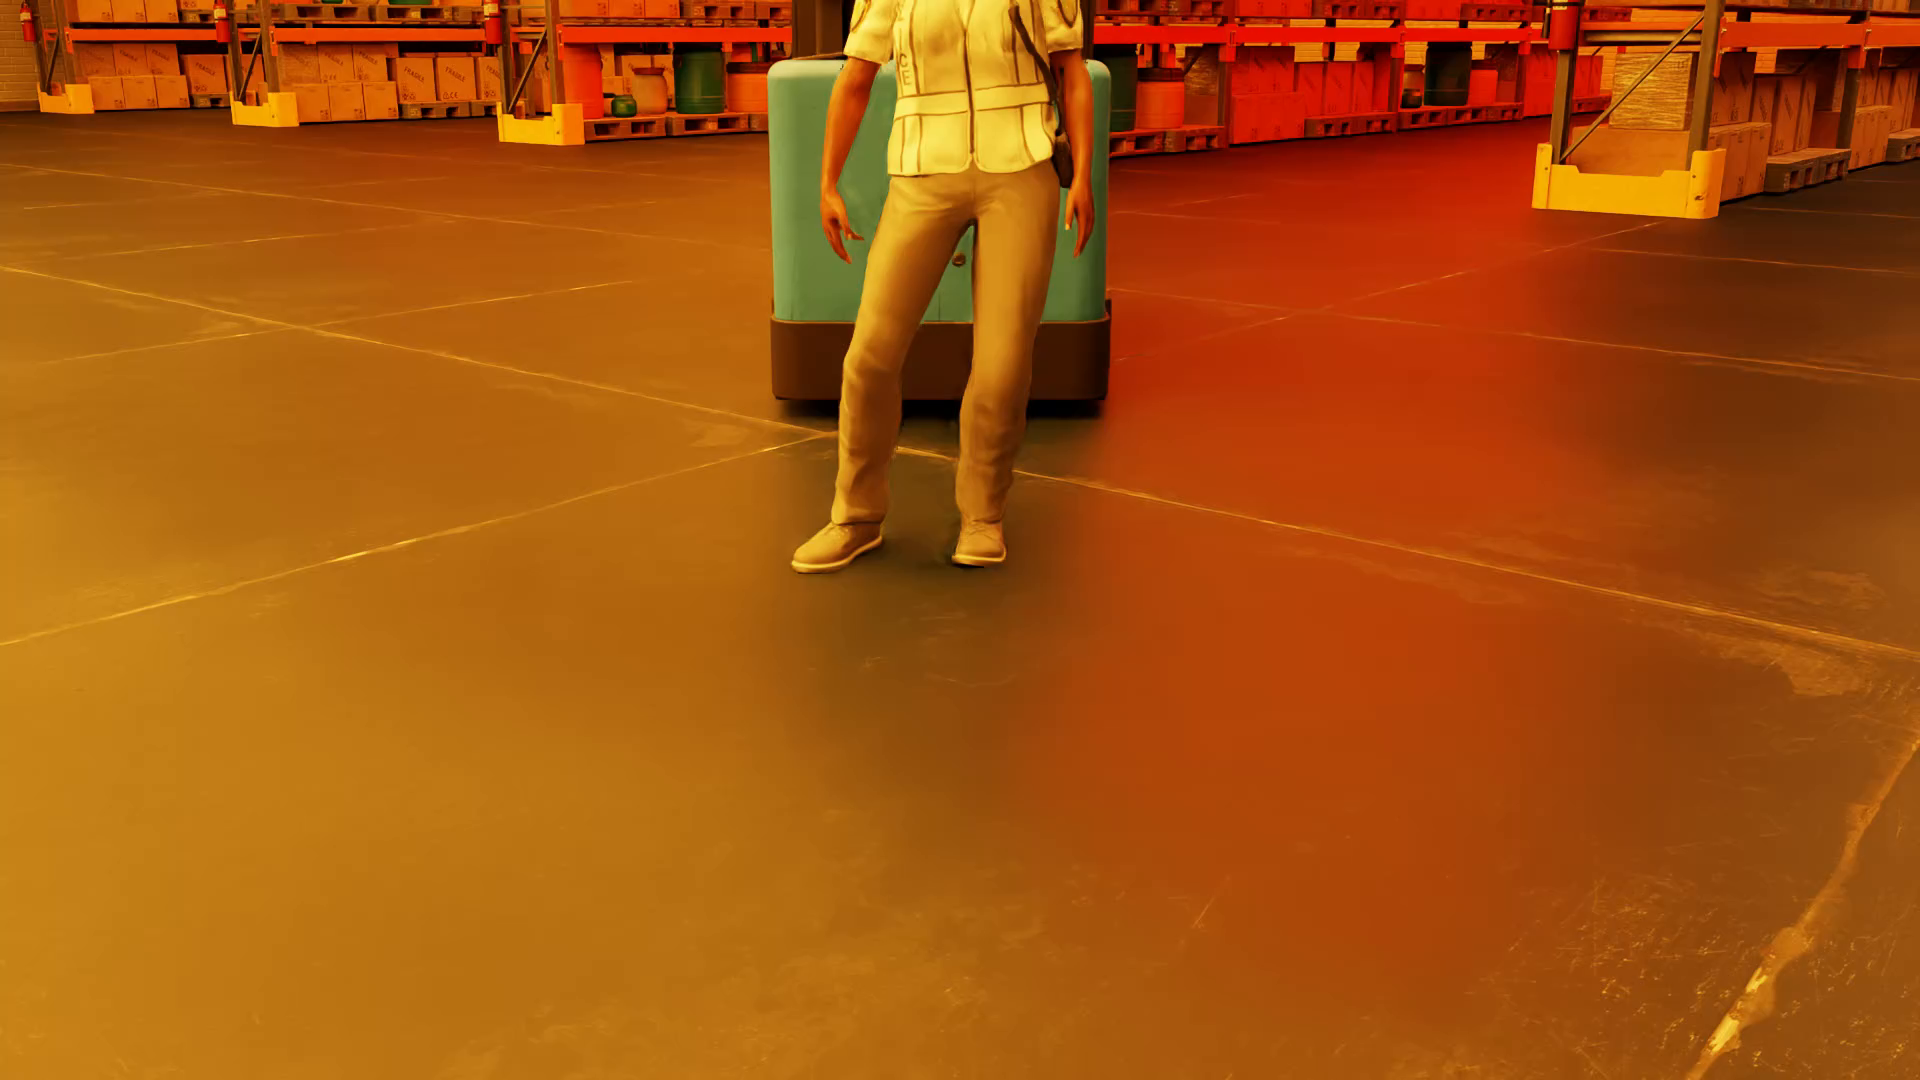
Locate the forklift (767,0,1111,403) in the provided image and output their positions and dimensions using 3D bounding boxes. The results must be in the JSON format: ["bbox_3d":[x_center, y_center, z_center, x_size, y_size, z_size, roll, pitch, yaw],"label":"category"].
[{"bbox_3d":[-0.062,-2.204,6.156,1.130,2.935,3.031,0,17,0],"label":"forklift"}]

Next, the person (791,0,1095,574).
[{"bbox_3d":[-0.036,-0.759,3.628,0.663,1.669,0.428,1,17,4],"label":"person"}]
